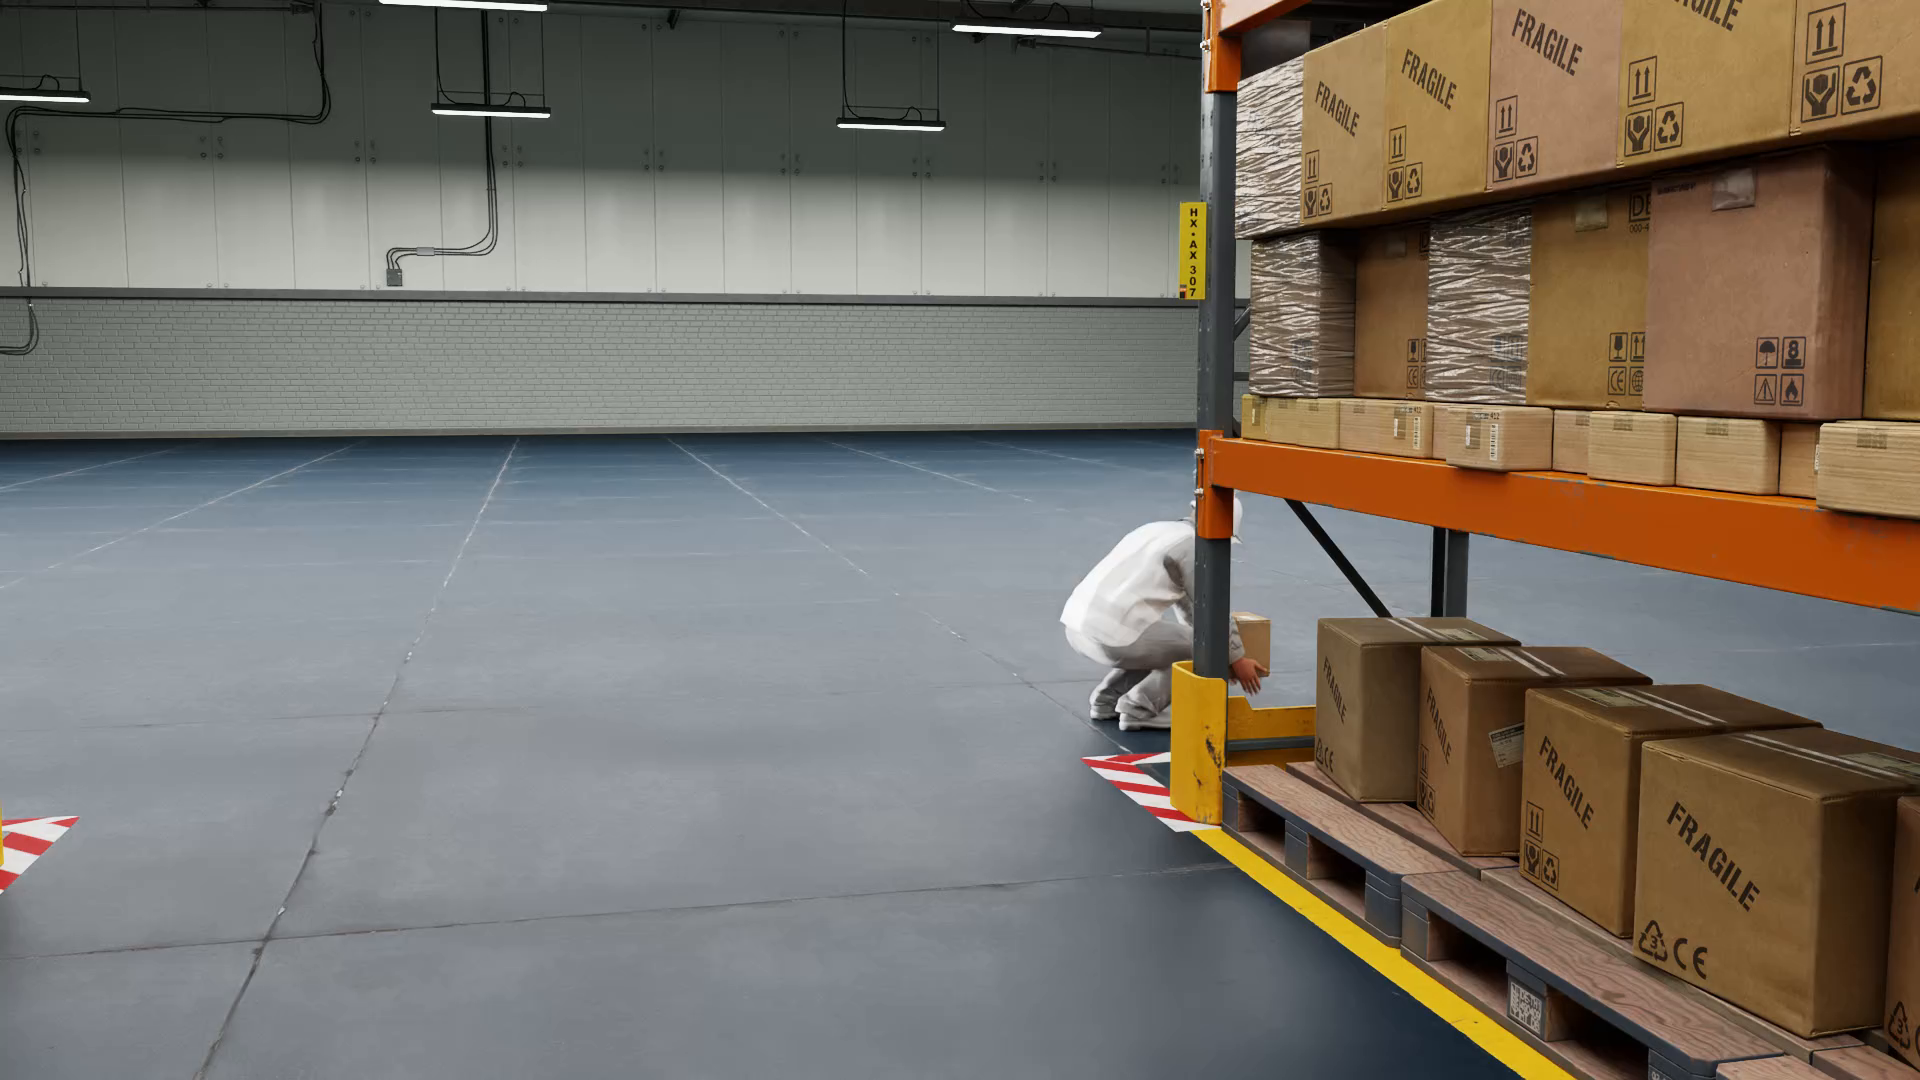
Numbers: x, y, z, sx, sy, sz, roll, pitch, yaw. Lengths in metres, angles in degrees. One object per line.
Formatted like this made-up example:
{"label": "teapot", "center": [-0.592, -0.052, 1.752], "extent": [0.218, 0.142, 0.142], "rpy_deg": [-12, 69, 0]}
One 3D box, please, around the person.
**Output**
{"label": "person", "center": [0.870, 0.292, 7.214], "extent": [0.863, 1.018, 0.518], "rpy_deg": [-2, 6, -14]}
